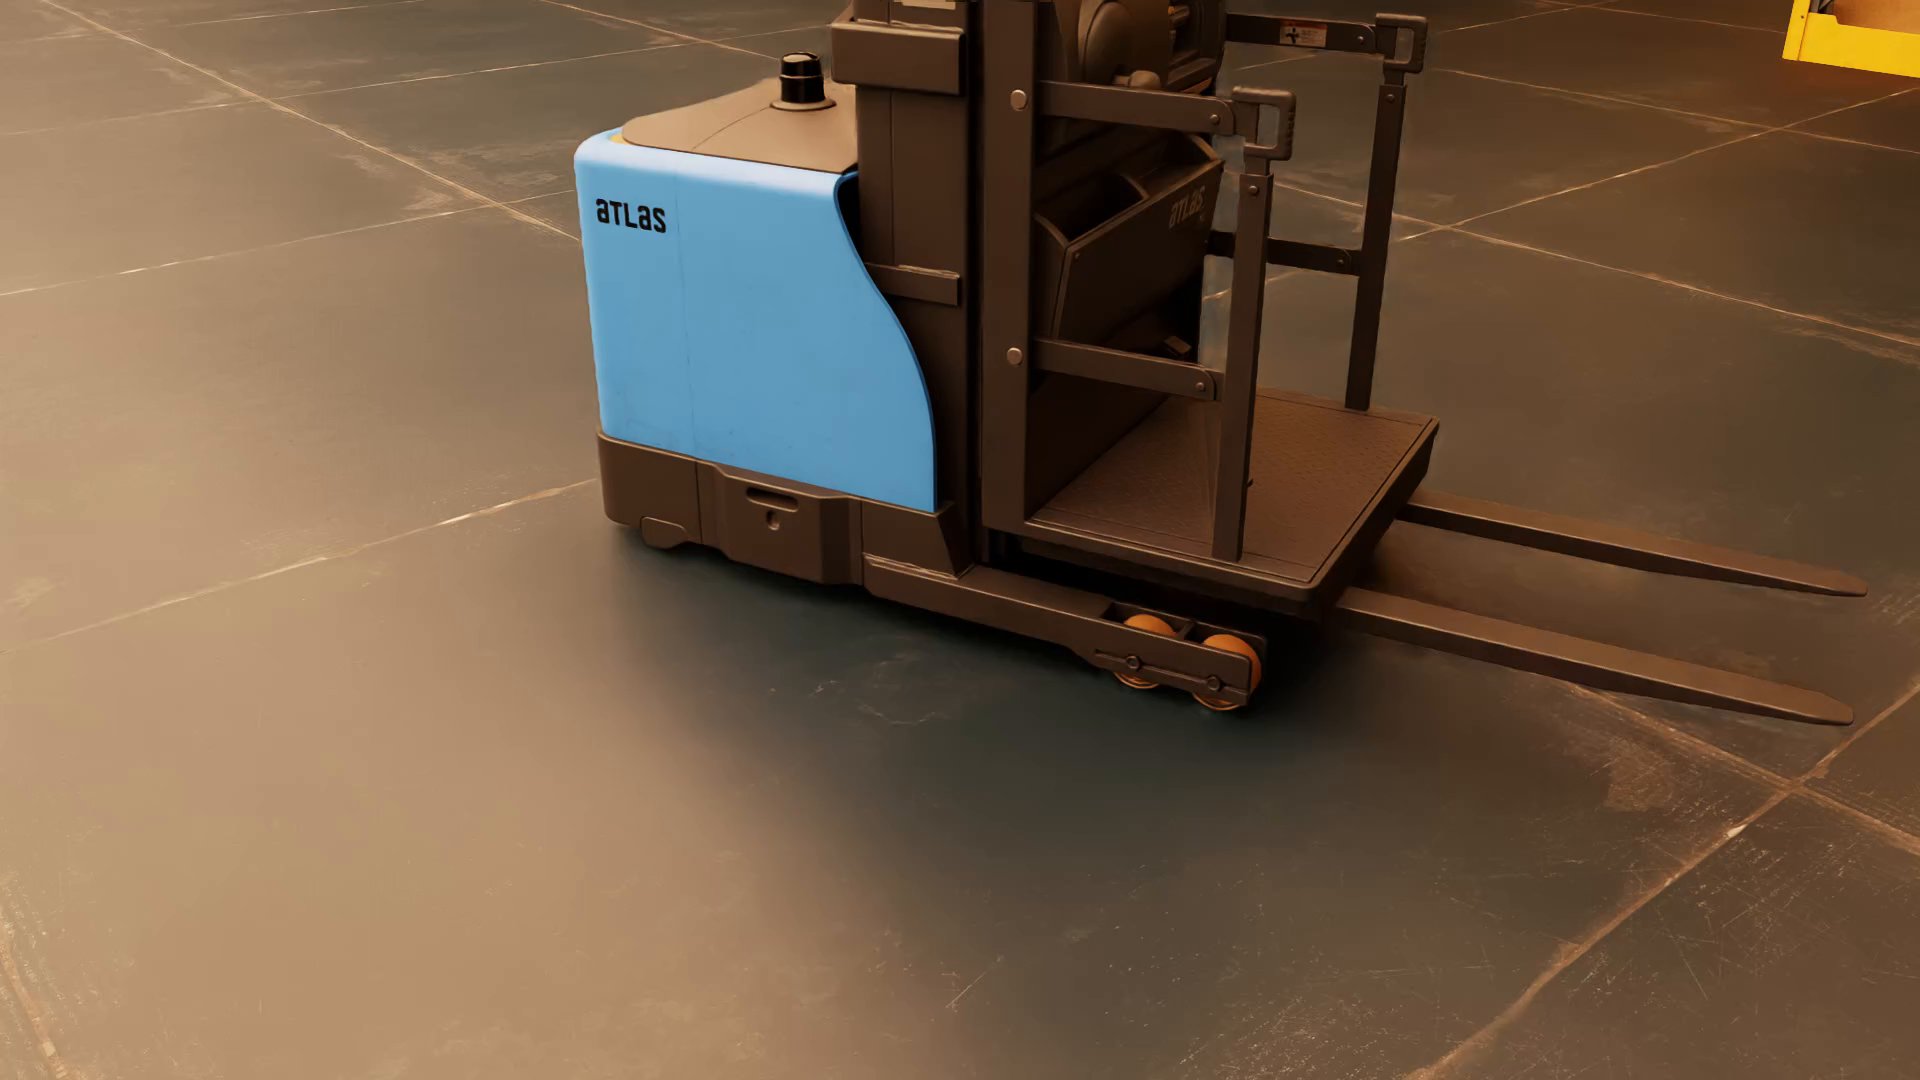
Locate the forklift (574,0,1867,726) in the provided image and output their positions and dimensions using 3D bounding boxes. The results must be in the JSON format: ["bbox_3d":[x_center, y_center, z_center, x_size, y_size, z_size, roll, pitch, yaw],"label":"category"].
[{"bbox_3d":[0.580,-1.201,3.624,3.031,2.935,1.130,13,29,25],"label":"forklift"}]
